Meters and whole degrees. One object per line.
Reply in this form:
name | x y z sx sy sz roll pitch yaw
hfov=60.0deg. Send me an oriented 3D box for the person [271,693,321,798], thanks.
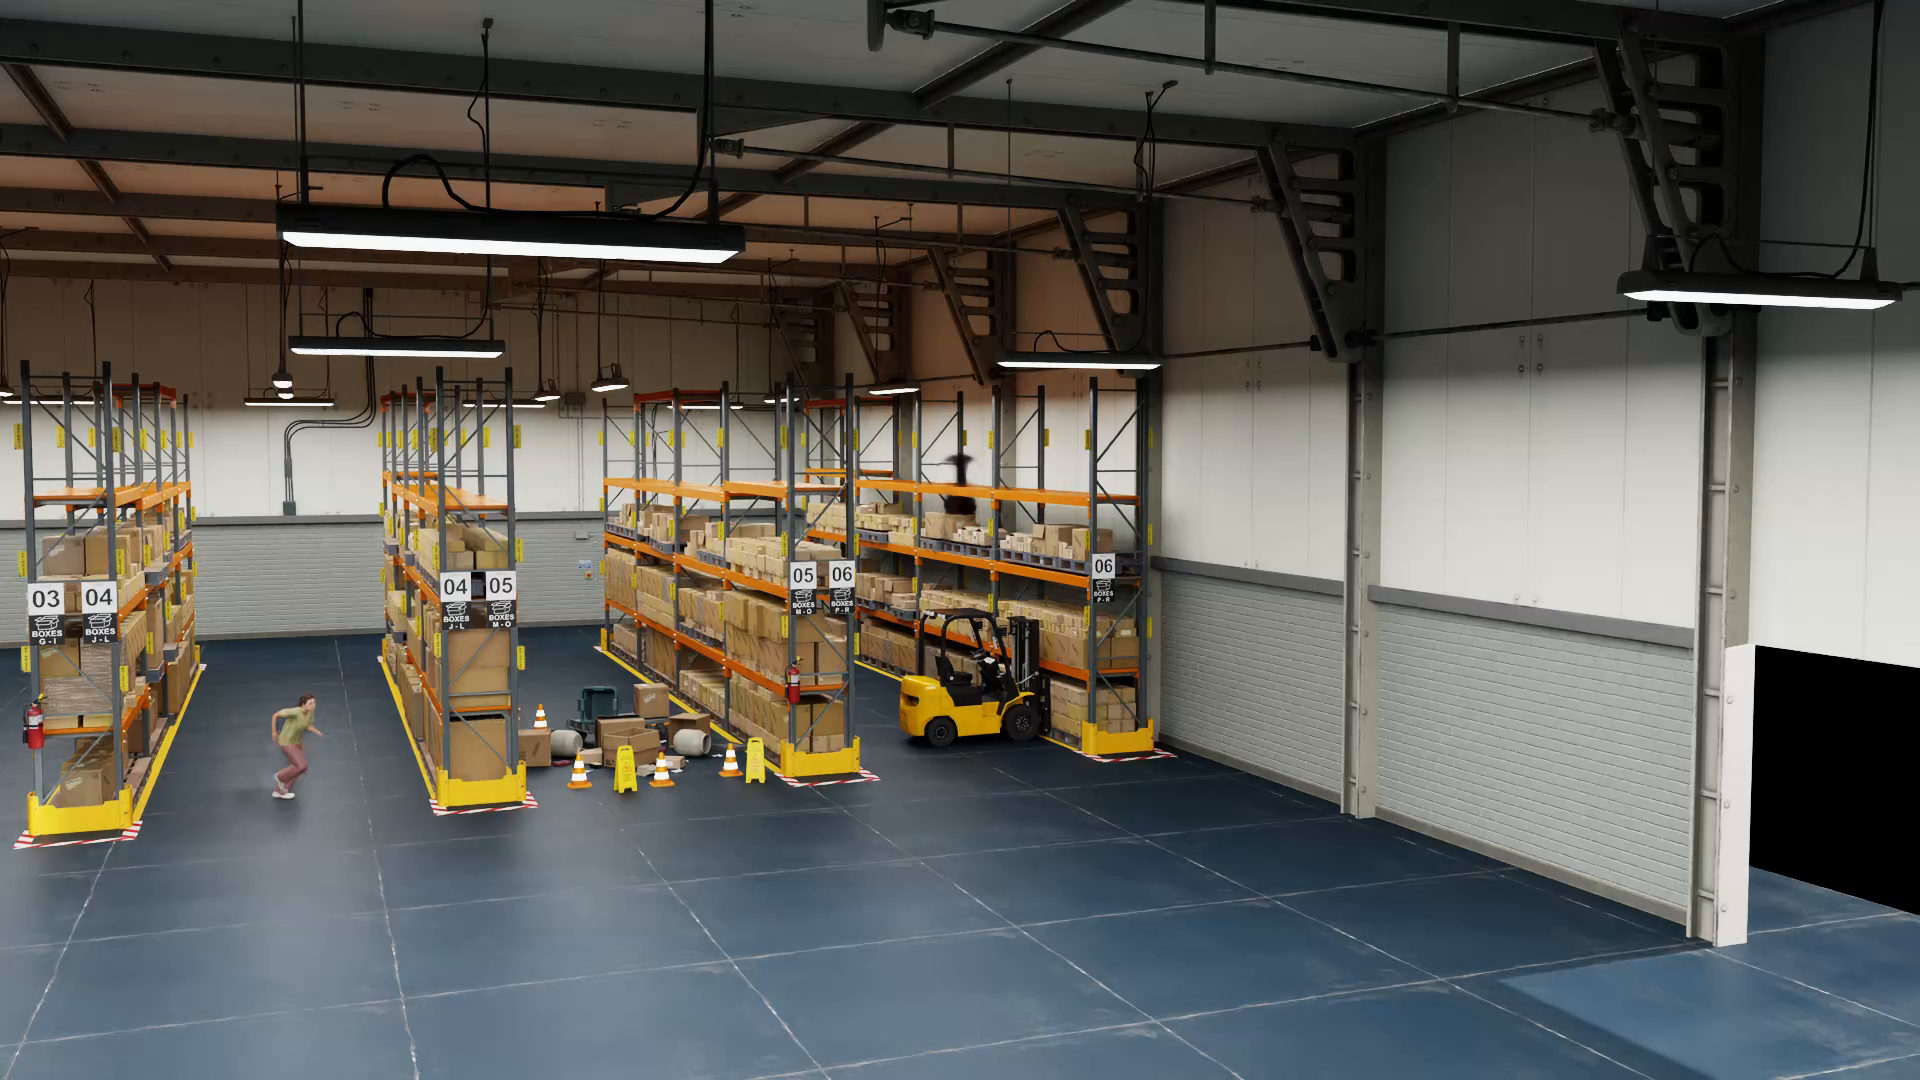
person | -9.252 2.876 23.080 0.792 1.479 0.613 1 4 21
